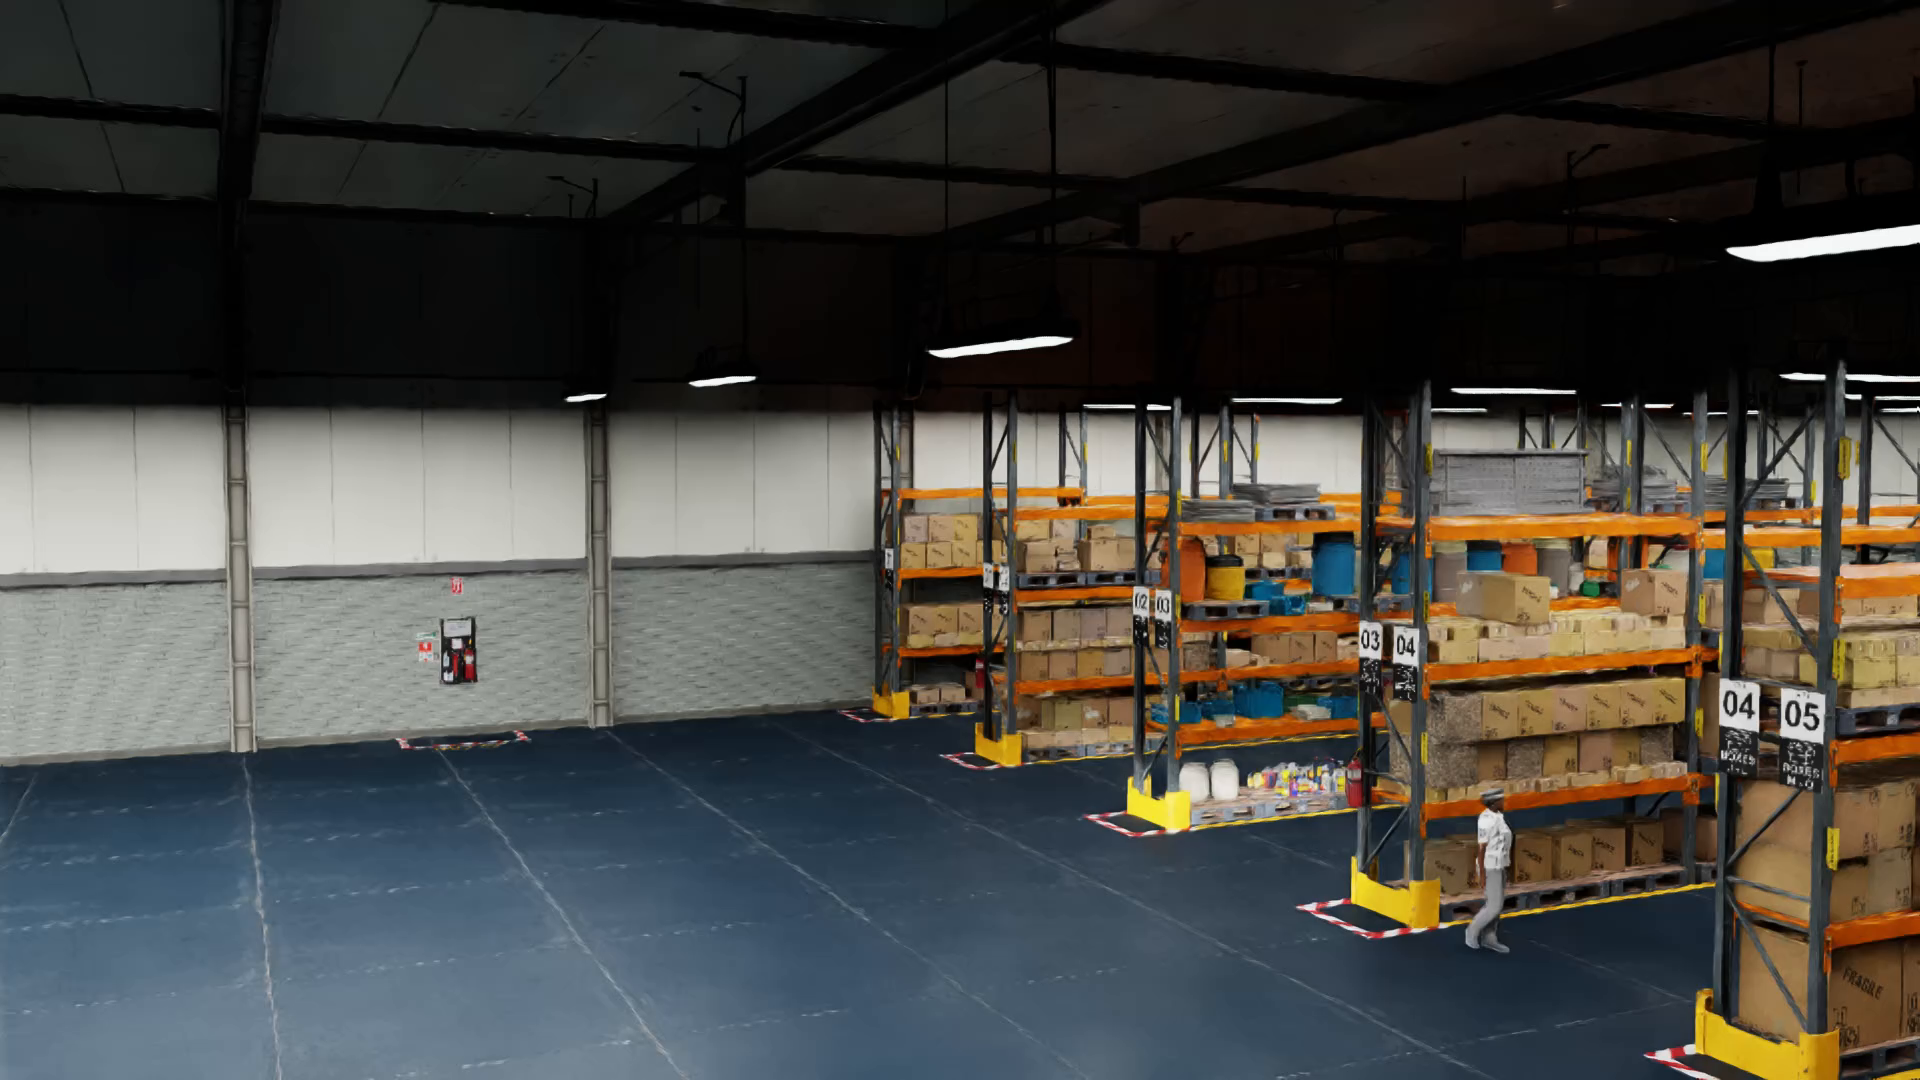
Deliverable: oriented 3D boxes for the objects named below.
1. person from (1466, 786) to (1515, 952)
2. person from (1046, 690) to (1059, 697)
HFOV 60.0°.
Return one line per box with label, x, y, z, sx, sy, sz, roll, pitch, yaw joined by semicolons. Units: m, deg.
person;5.384;3.343;16.912;0.422;1.674;0.501;3;4;38
person;1.765;2.523;29.725;0.442;1.792;0.606;2;4;35
